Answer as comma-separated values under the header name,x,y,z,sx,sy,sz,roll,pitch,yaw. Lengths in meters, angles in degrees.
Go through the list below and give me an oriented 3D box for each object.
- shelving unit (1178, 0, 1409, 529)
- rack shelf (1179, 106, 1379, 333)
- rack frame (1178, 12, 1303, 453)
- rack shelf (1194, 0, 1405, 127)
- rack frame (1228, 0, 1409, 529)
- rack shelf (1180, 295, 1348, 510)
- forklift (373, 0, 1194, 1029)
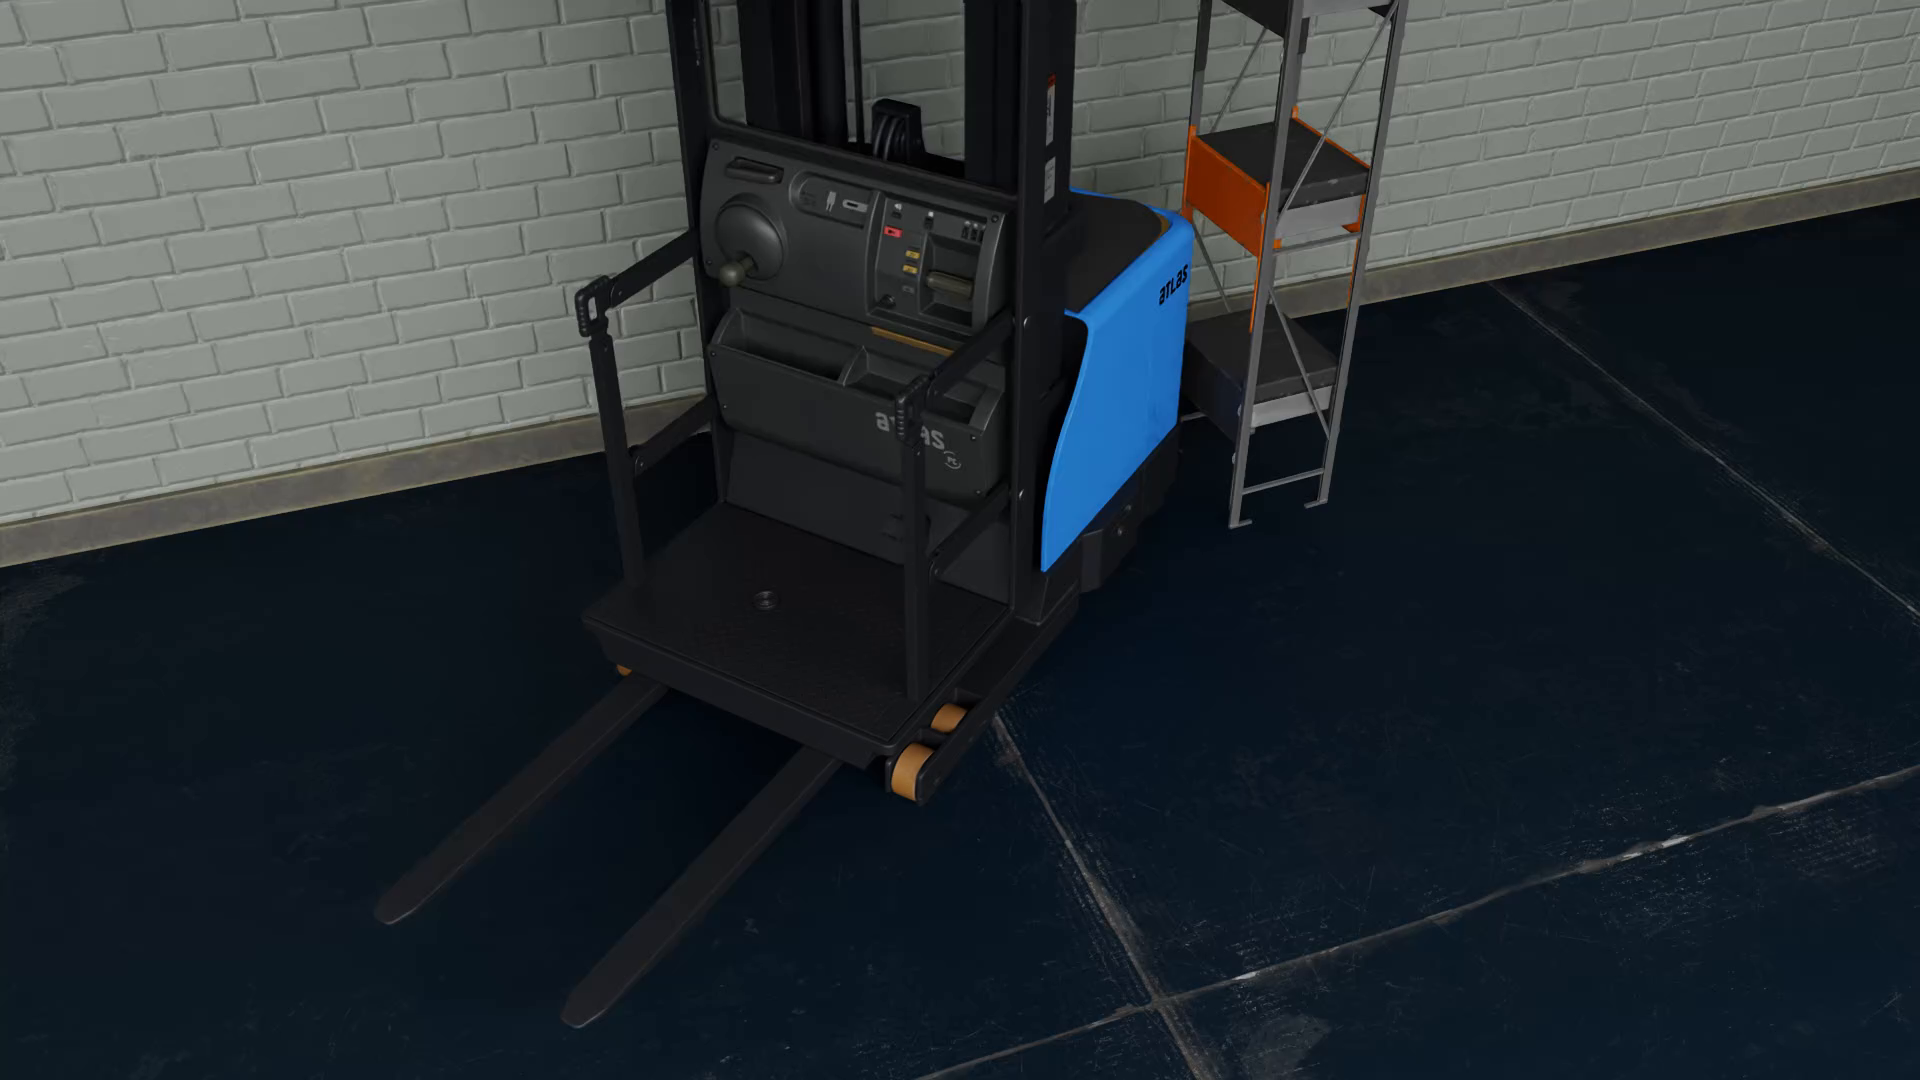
name,x,y,z,sx,sy,sz,roll,pitch,yaw
shelving unit,1.024,-1.062,5.415,0.431,2.100,0.503,-15,39,-19
rack shelf,1.024,-1.051,5.423,0.431,0.518,0.480,-15,39,-19
rack frame,0.927,-1.197,5.593,0.400,2.100,0.015,-15,39,-19
rack shelf,1.024,-1.610,5.002,0.431,0.518,0.480,-15,39,-19
rack frame,1.122,-0.927,5.236,0.400,2.100,0.015,-15,39,-19
rack shelf,1.024,-0.492,5.844,0.431,0.518,0.480,-15,39,-19
forklift,-0.409,-0.742,4.299,1.130,2.935,3.031,19,41,24
